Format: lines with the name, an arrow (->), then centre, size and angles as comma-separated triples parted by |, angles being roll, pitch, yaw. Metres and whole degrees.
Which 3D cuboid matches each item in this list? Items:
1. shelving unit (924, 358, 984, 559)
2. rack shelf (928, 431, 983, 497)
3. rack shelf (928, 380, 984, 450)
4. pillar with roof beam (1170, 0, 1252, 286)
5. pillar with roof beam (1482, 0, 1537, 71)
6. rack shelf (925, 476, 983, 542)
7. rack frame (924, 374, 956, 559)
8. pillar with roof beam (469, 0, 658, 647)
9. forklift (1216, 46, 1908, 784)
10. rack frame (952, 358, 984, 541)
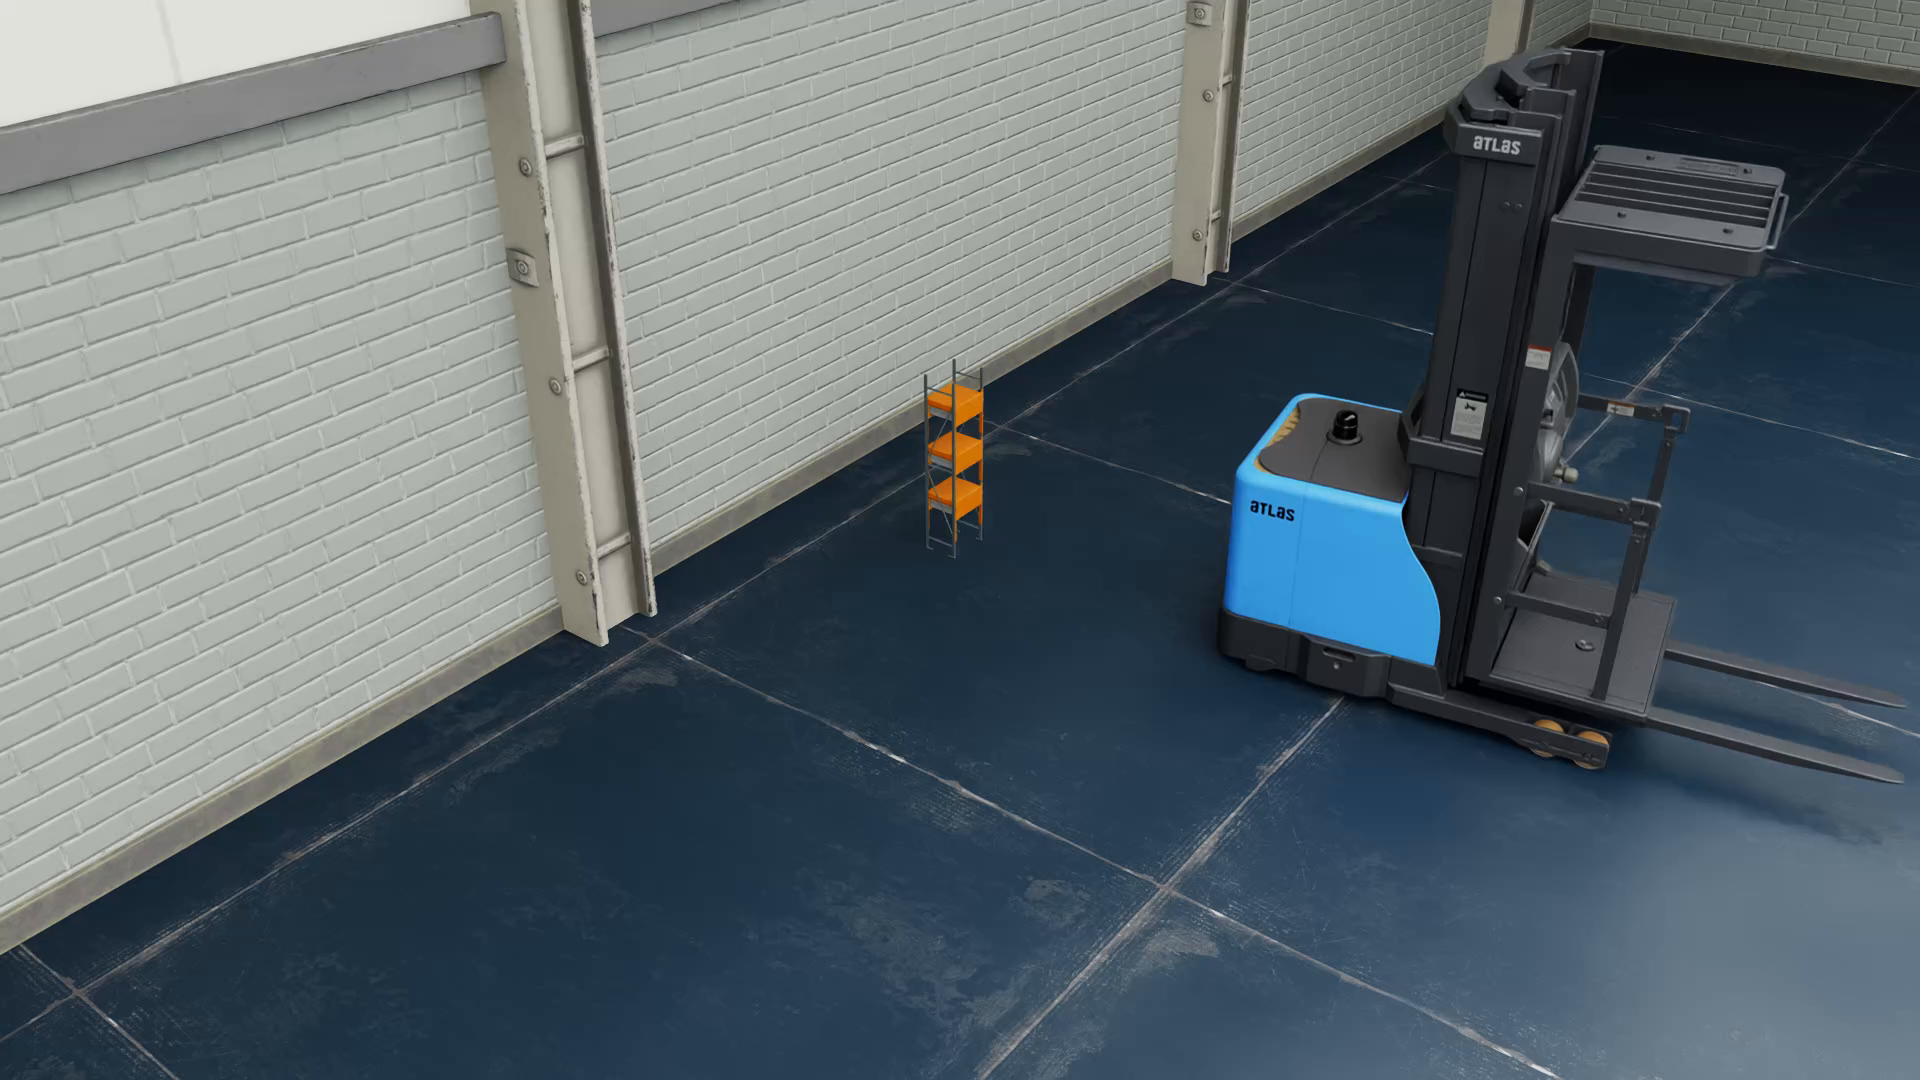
shelving unit -> -0.032, -0.430, 8.946 | 0.215, 1.050, 0.252 | 21, 37, 31
rack shelf -> -0.032, -0.421, 8.951 | 0.215, 0.259, 0.240 | 21, 37, 31
rack shelf -> -0.032, -0.665, 8.806 | 0.215, 0.259, 0.240 | 21, 37, 31
pillar with roof beam -> 5.250, -4.576, 8.145 | 9.100, 9.000, 0.400 | 21, 37, 31
pillar with roof beam -> 8.872, -7.015, 12.260 | 9.100, 9.000, 0.400 | 21, 37, 31
rack shelf -> -0.032, -0.182, 9.093 | 0.215, 0.259, 0.240 | 21, 37, 31
rack frame -> -0.106, -0.380, 8.862 | 0.200, 1.050, 0.008 | 21, 37, 31
pillar with roof beam -> 1.628, -2.137, 4.030 | 9.100, 9.000, 0.400 | 21, 37, 31
forklift -> 2.819, -0.538, 7.283 | 3.031, 2.935, 1.130 | 15, 34, 23
rack frame -> 0.041, -0.479, 9.029 | 0.200, 1.050, 0.008 | 21, 37, 31
